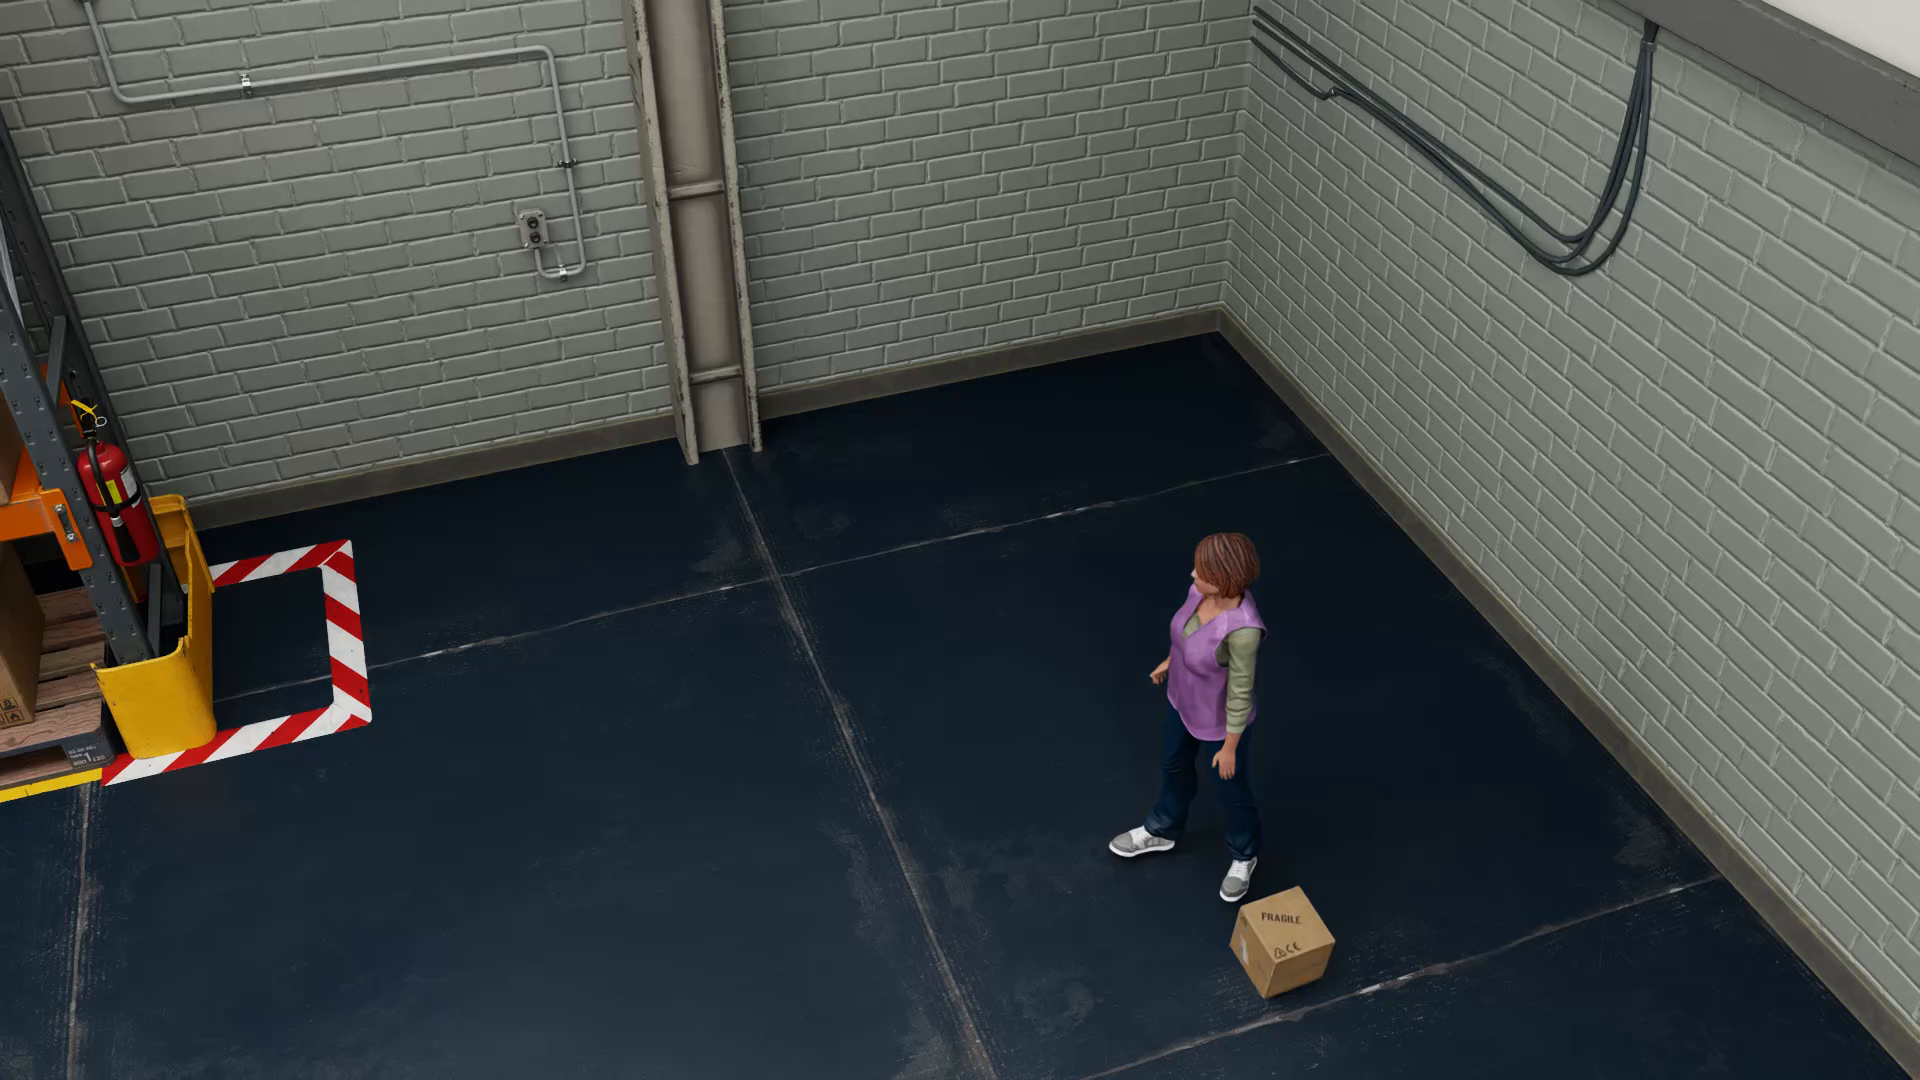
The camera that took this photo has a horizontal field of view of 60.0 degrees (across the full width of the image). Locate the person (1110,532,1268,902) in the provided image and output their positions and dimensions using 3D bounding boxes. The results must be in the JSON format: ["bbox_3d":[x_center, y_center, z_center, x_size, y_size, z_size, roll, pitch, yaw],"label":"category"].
[{"bbox_3d":[0.868,0.608,5.990,0.528,1.589,0.572,-13,40,-16],"label":"person"}]
